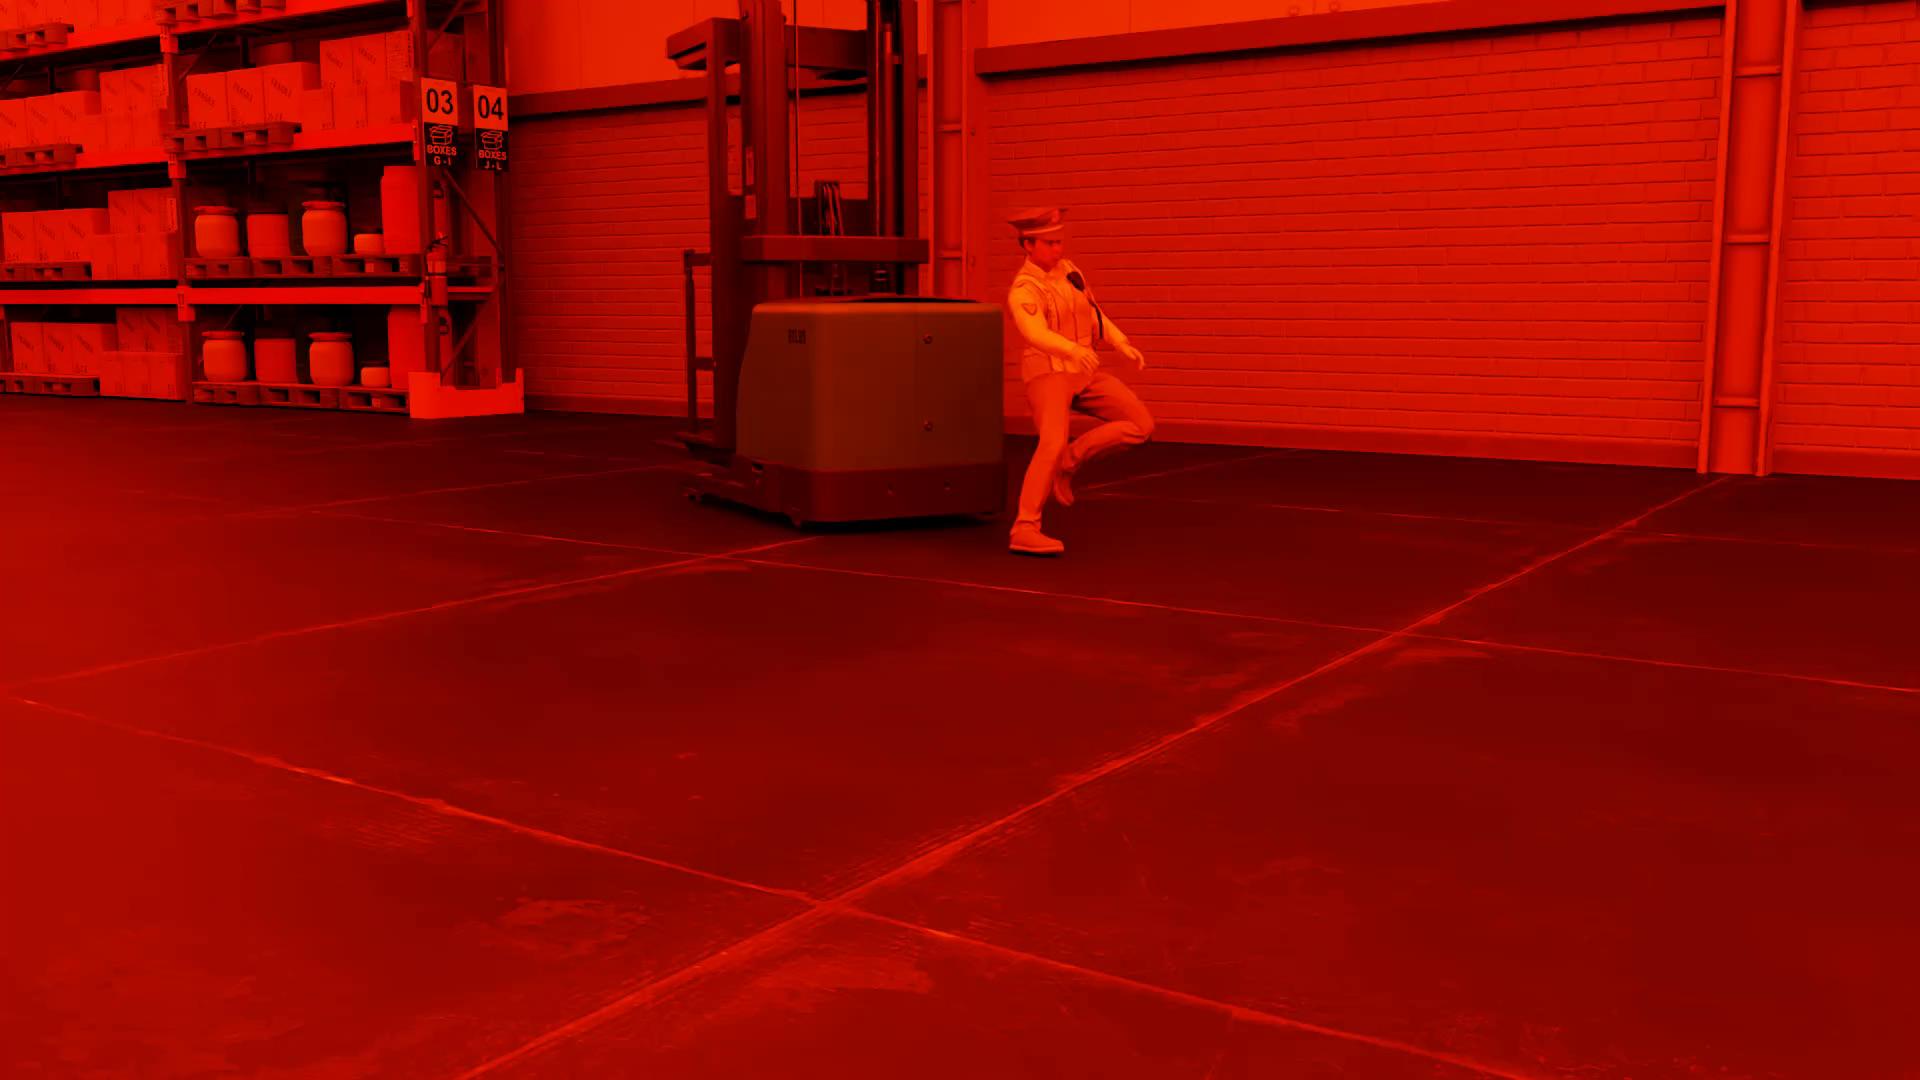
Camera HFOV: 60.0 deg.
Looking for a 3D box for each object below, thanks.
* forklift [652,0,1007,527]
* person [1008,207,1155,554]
[{"bbox_3d":[-0.908,-1.679,9.001,1.130,2.935,3.031,-4,9,-28],"label":"forklift"},{"bbox_3d":[0.519,-0.719,7.335,0.770,1.486,0.696,-7,11,-41],"label":"person"}]
